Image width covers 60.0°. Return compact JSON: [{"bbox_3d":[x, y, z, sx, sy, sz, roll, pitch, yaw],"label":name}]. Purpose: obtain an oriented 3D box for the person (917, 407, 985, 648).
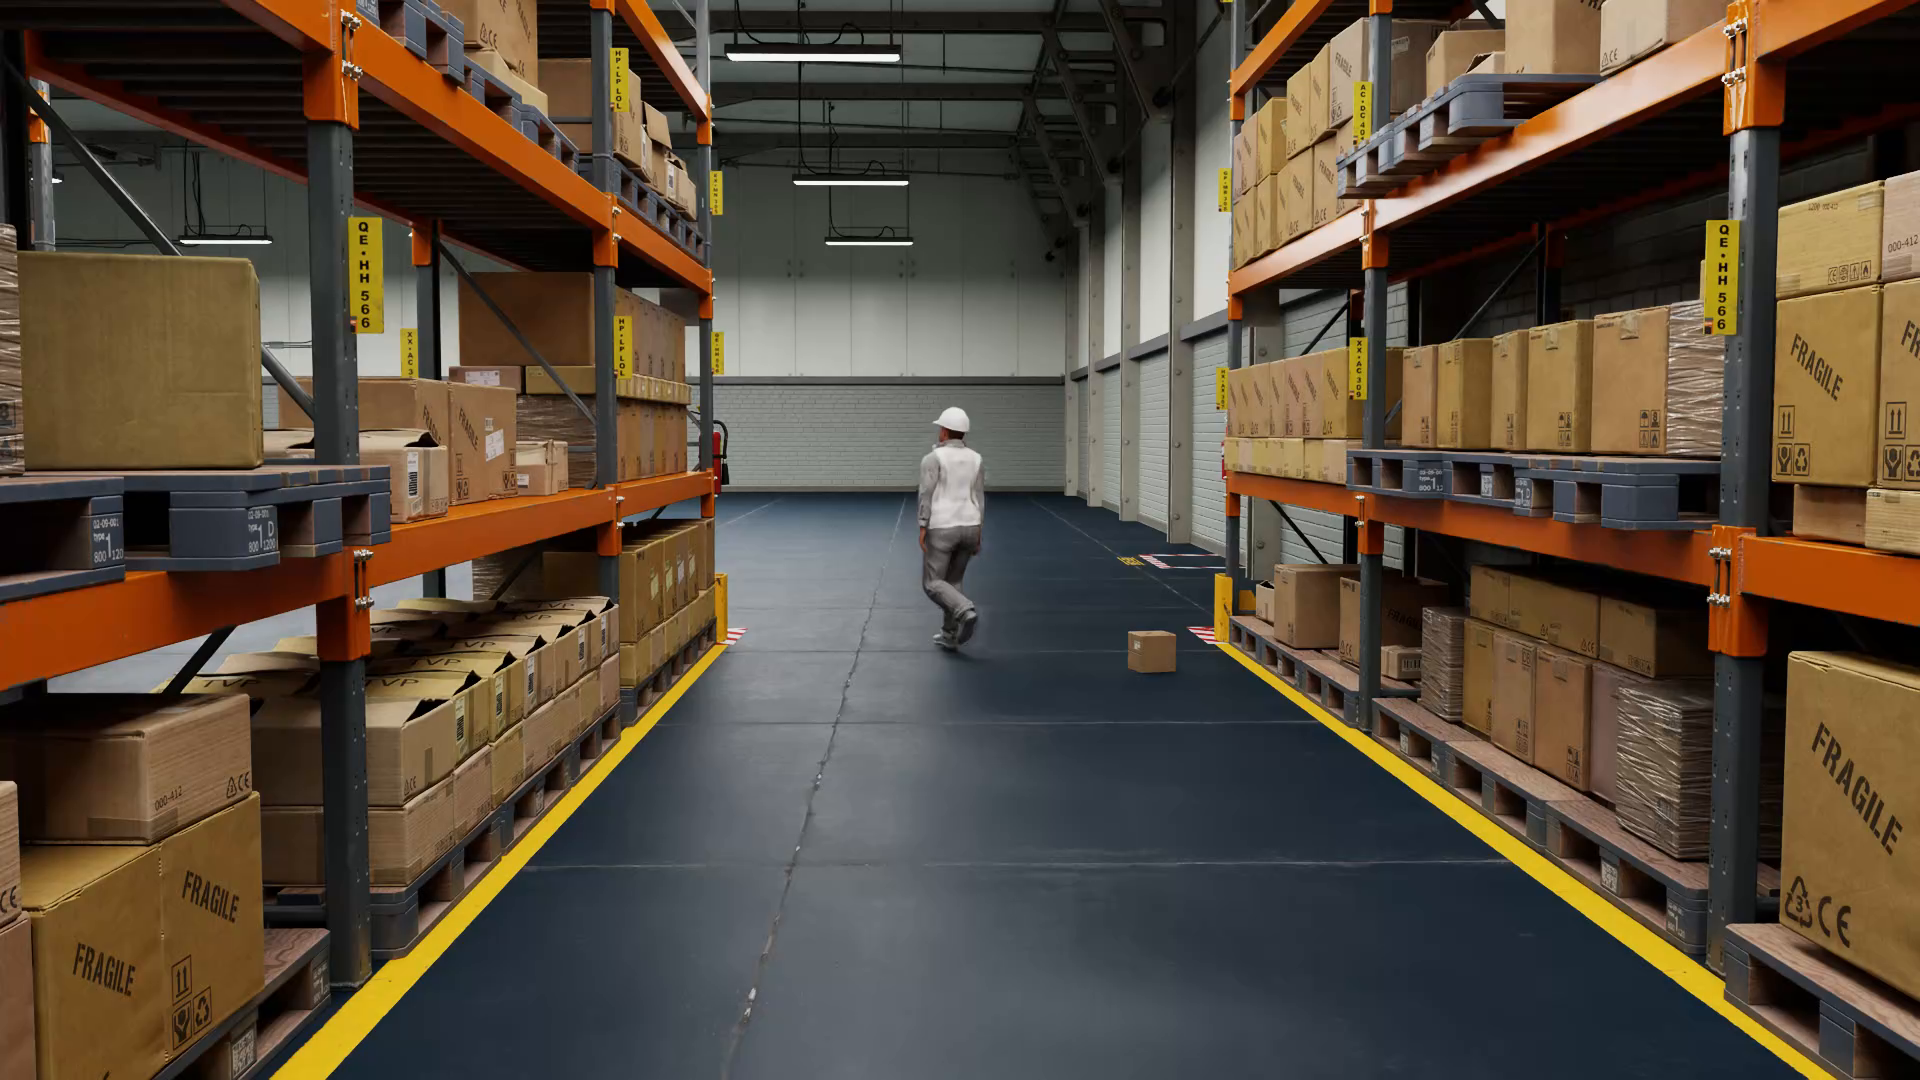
[{"bbox_3d":[-0.041,-0.078,12.001,0.549,1.755,0.743,-2,4,-33],"label":"person"}]
